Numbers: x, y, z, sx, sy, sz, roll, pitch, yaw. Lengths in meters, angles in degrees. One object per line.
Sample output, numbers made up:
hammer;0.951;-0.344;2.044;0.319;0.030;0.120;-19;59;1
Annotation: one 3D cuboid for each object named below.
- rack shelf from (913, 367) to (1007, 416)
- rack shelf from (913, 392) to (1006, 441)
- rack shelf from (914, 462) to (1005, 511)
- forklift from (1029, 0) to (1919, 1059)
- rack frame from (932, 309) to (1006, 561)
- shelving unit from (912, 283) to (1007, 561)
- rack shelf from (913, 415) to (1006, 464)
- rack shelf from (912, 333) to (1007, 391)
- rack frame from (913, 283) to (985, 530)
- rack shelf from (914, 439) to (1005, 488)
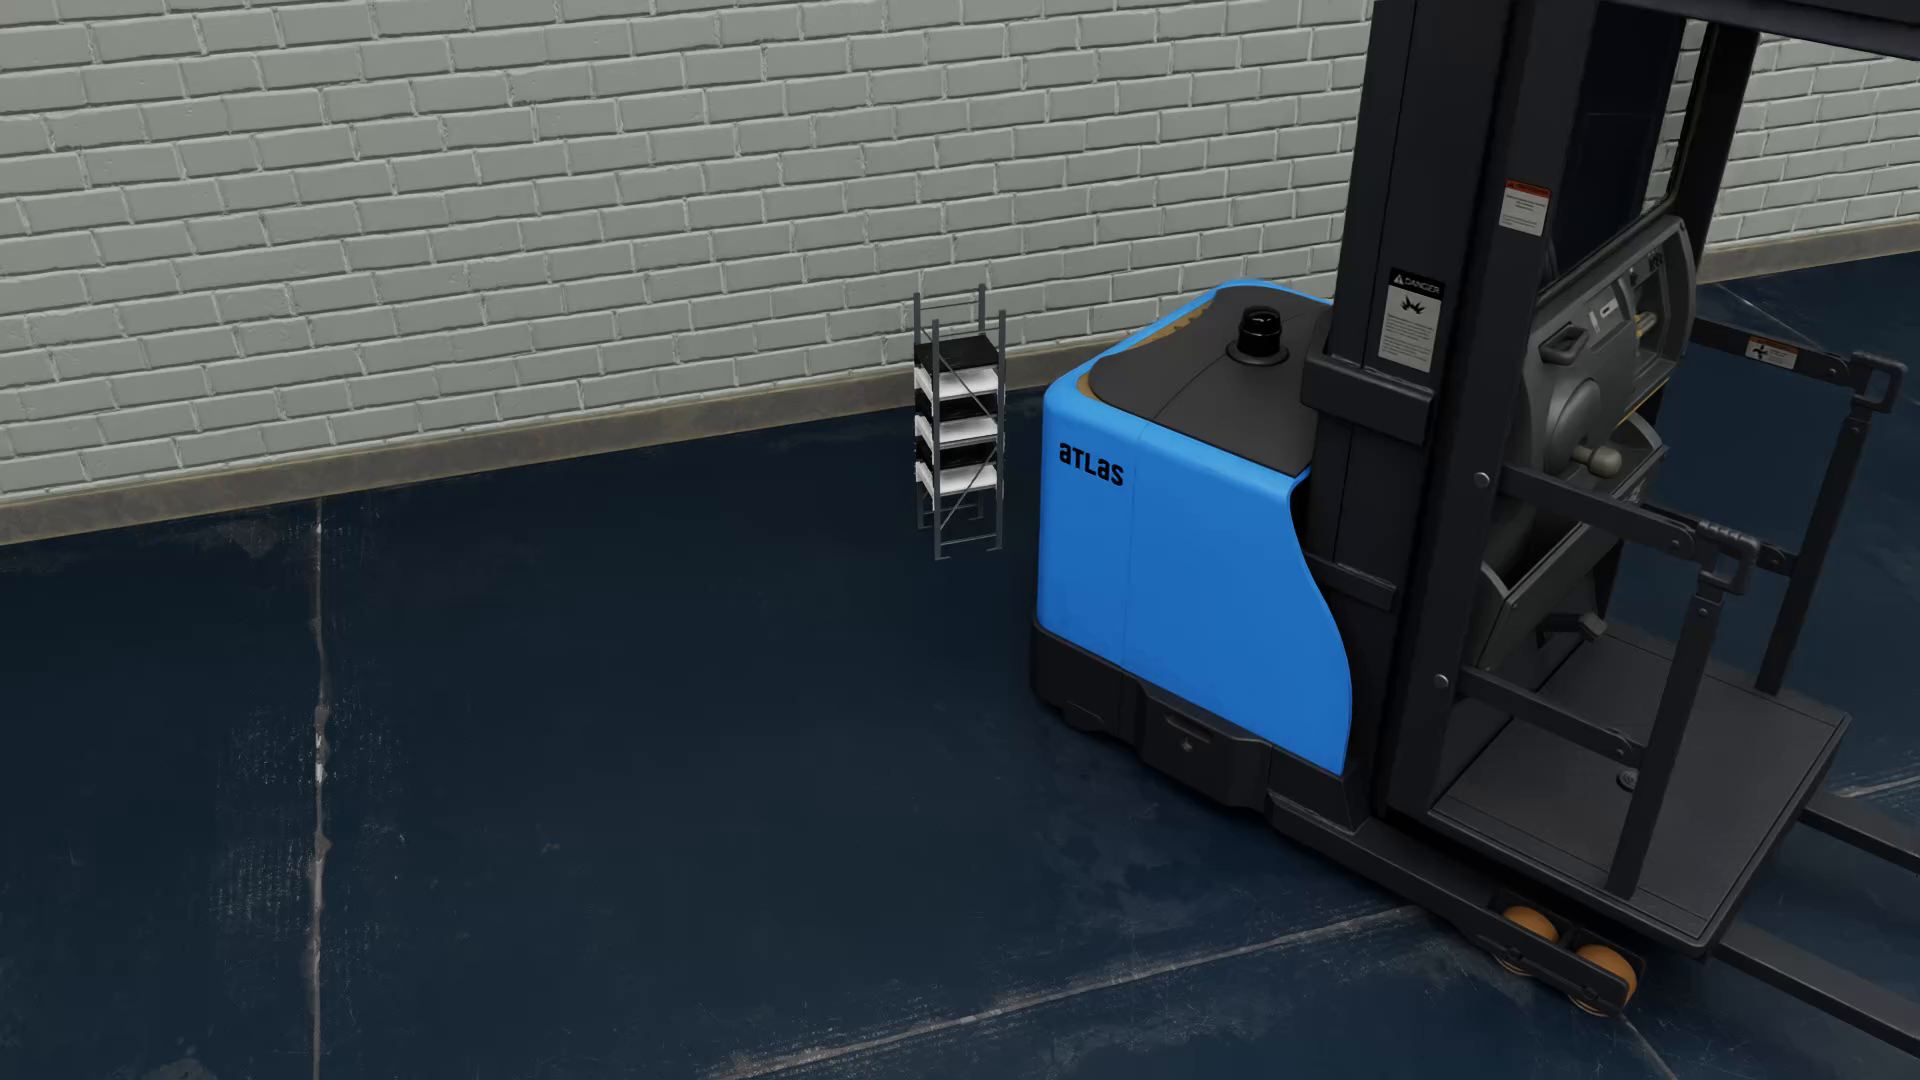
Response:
rack shelf;-0.002;-0.502;5.428;0.258;0.077;0.200;-10;35;-15
rack shelf;-0.002;-0.427;5.477;0.258;0.077;0.200;-10;35;-15
rack shelf;-0.002;-0.202;5.626;0.258;0.077;0.200;-10;35;-15
forklift;1.652;-0.407;3.707;3.031;2.935;1.130;25;41;33
rack frame;0.029;-0.326;5.428;0.240;0.900;0.006;-10;35;-15
shelving unit;-0.002;-0.380;5.508;0.258;0.900;0.210;-10;35;-15
rack shelf;-0.002;-0.352;5.527;0.258;0.077;0.200;-10;35;-15
rack shelf;-0.002;-0.577;5.378;0.258;0.077;0.200;-10;35;-15
rack frame;-0.033;-0.433;5.589;0.240;0.900;0.006;-10;35;-15
rack shelf;-0.002;-0.277;5.576;0.258;0.077;0.200;-10;35;-15
